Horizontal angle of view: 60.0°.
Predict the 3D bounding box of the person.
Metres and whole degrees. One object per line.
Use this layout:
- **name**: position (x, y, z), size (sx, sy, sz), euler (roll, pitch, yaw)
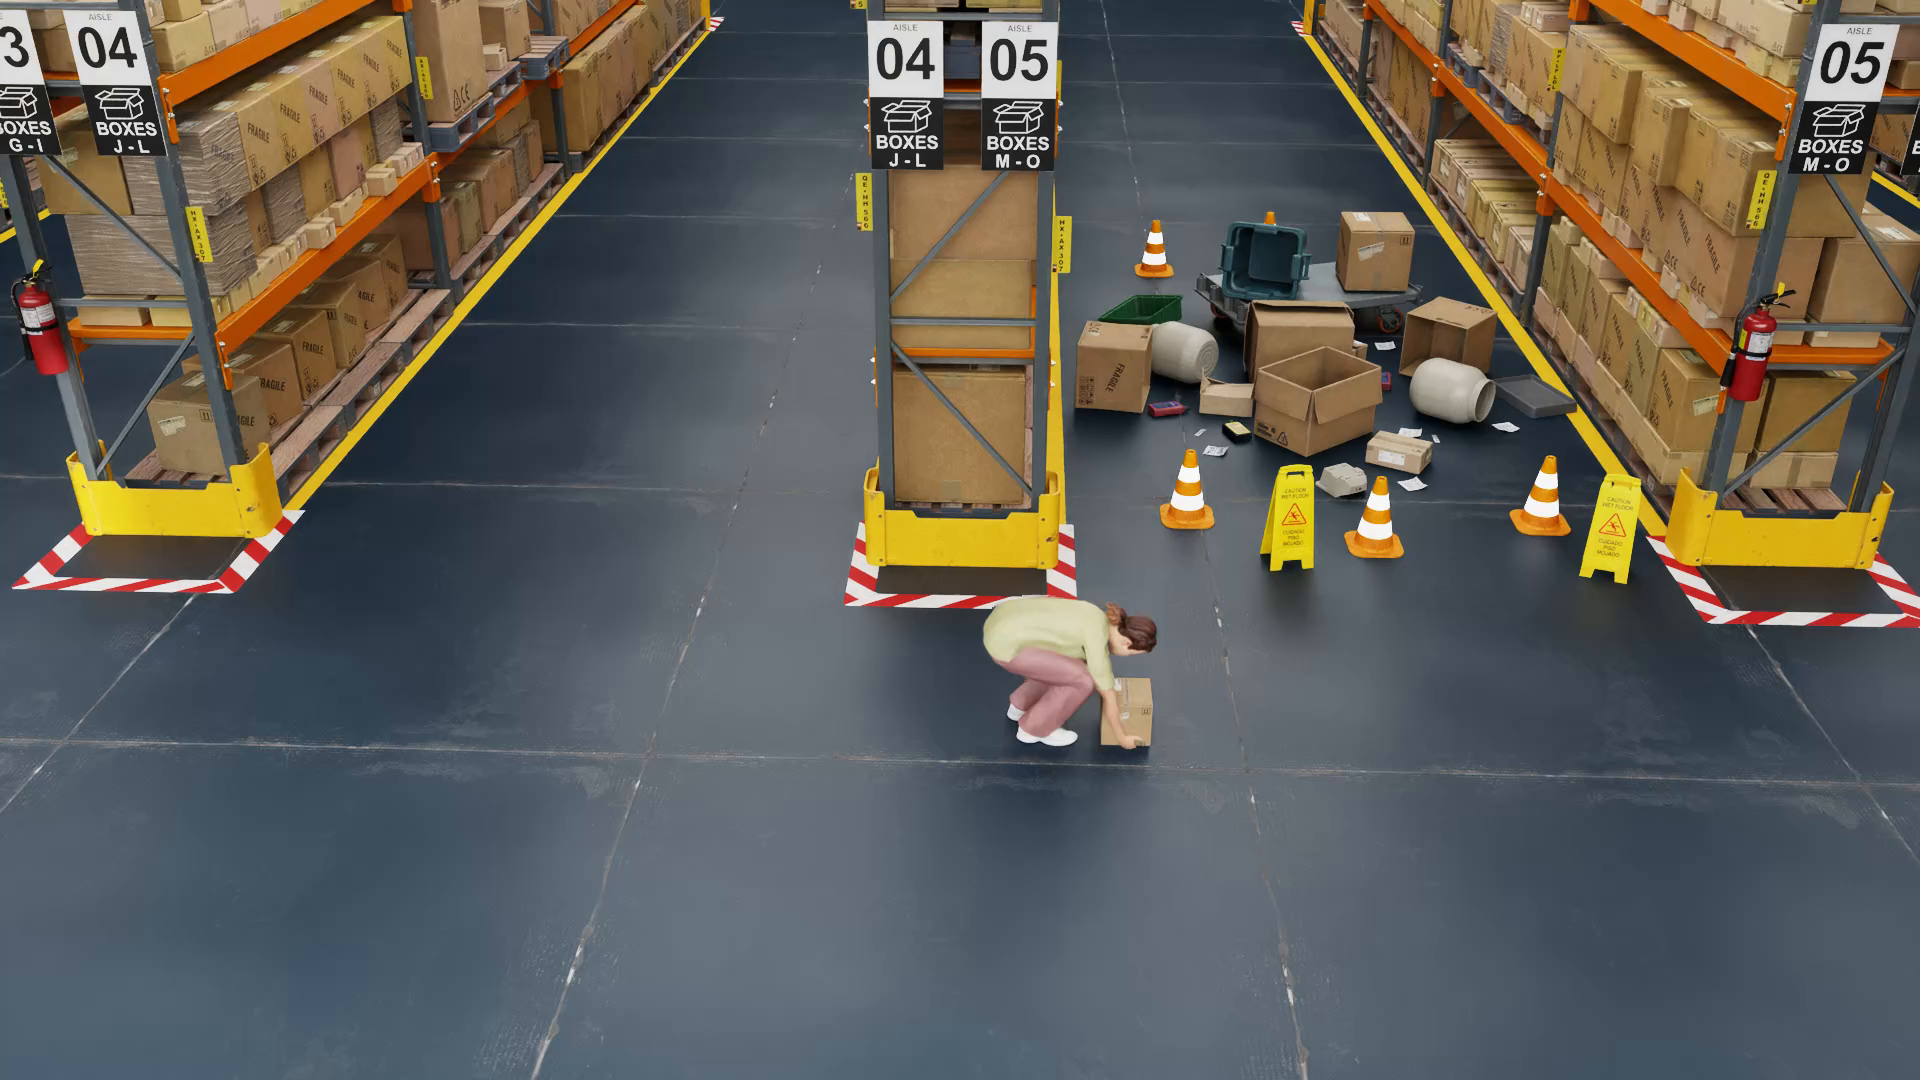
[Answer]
- **person**: position (0.548, 0.648, 8.406), size (0.867, 0.767, 0.460), euler (0, 28, 0)
